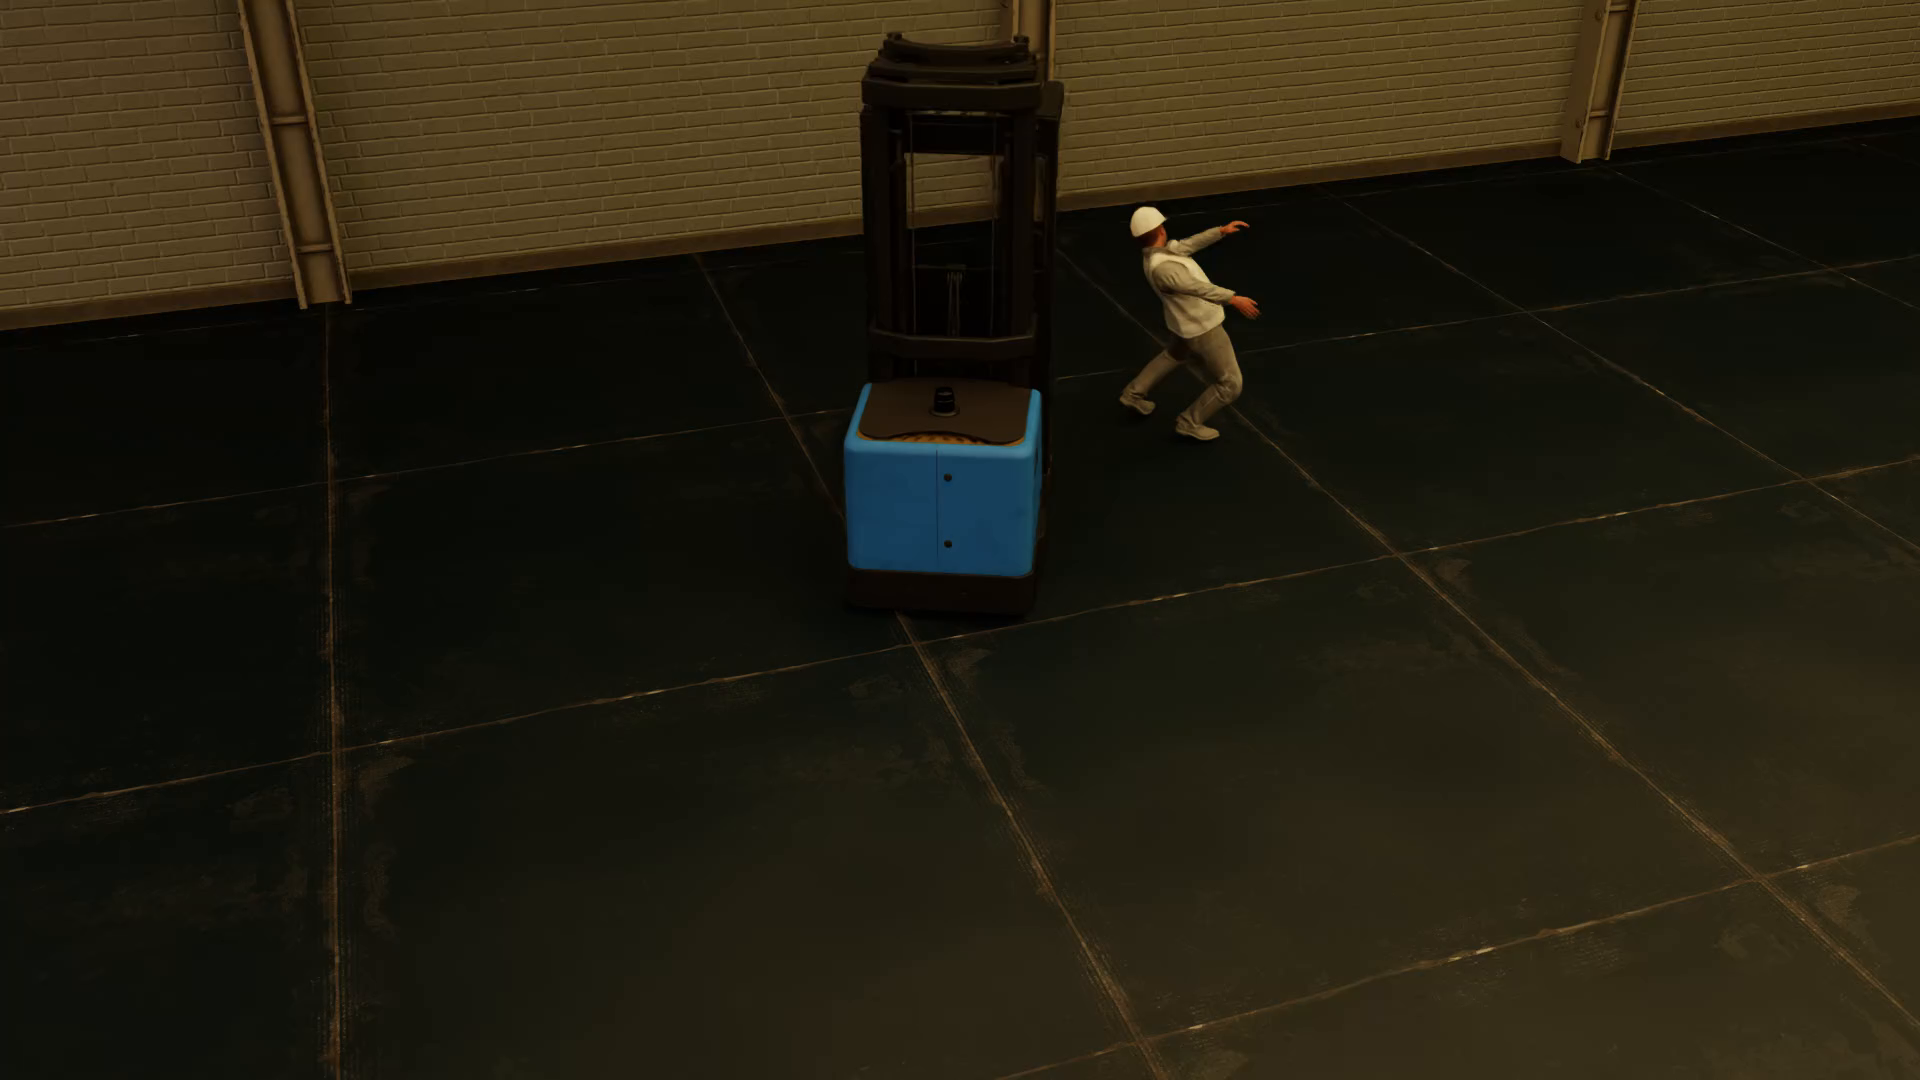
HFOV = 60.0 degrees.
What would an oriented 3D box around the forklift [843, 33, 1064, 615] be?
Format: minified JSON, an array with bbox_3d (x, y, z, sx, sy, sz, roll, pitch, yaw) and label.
[{"bbox_3d":[0.019,-1.566,9.809,1.130,2.935,3.031,3,30,5],"label":"forklift"}]

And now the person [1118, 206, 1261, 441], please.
[{"bbox_3d":[1.546,-1.365,10.811,0.751,1.520,0.975,-10,32,-17],"label":"person"}]
